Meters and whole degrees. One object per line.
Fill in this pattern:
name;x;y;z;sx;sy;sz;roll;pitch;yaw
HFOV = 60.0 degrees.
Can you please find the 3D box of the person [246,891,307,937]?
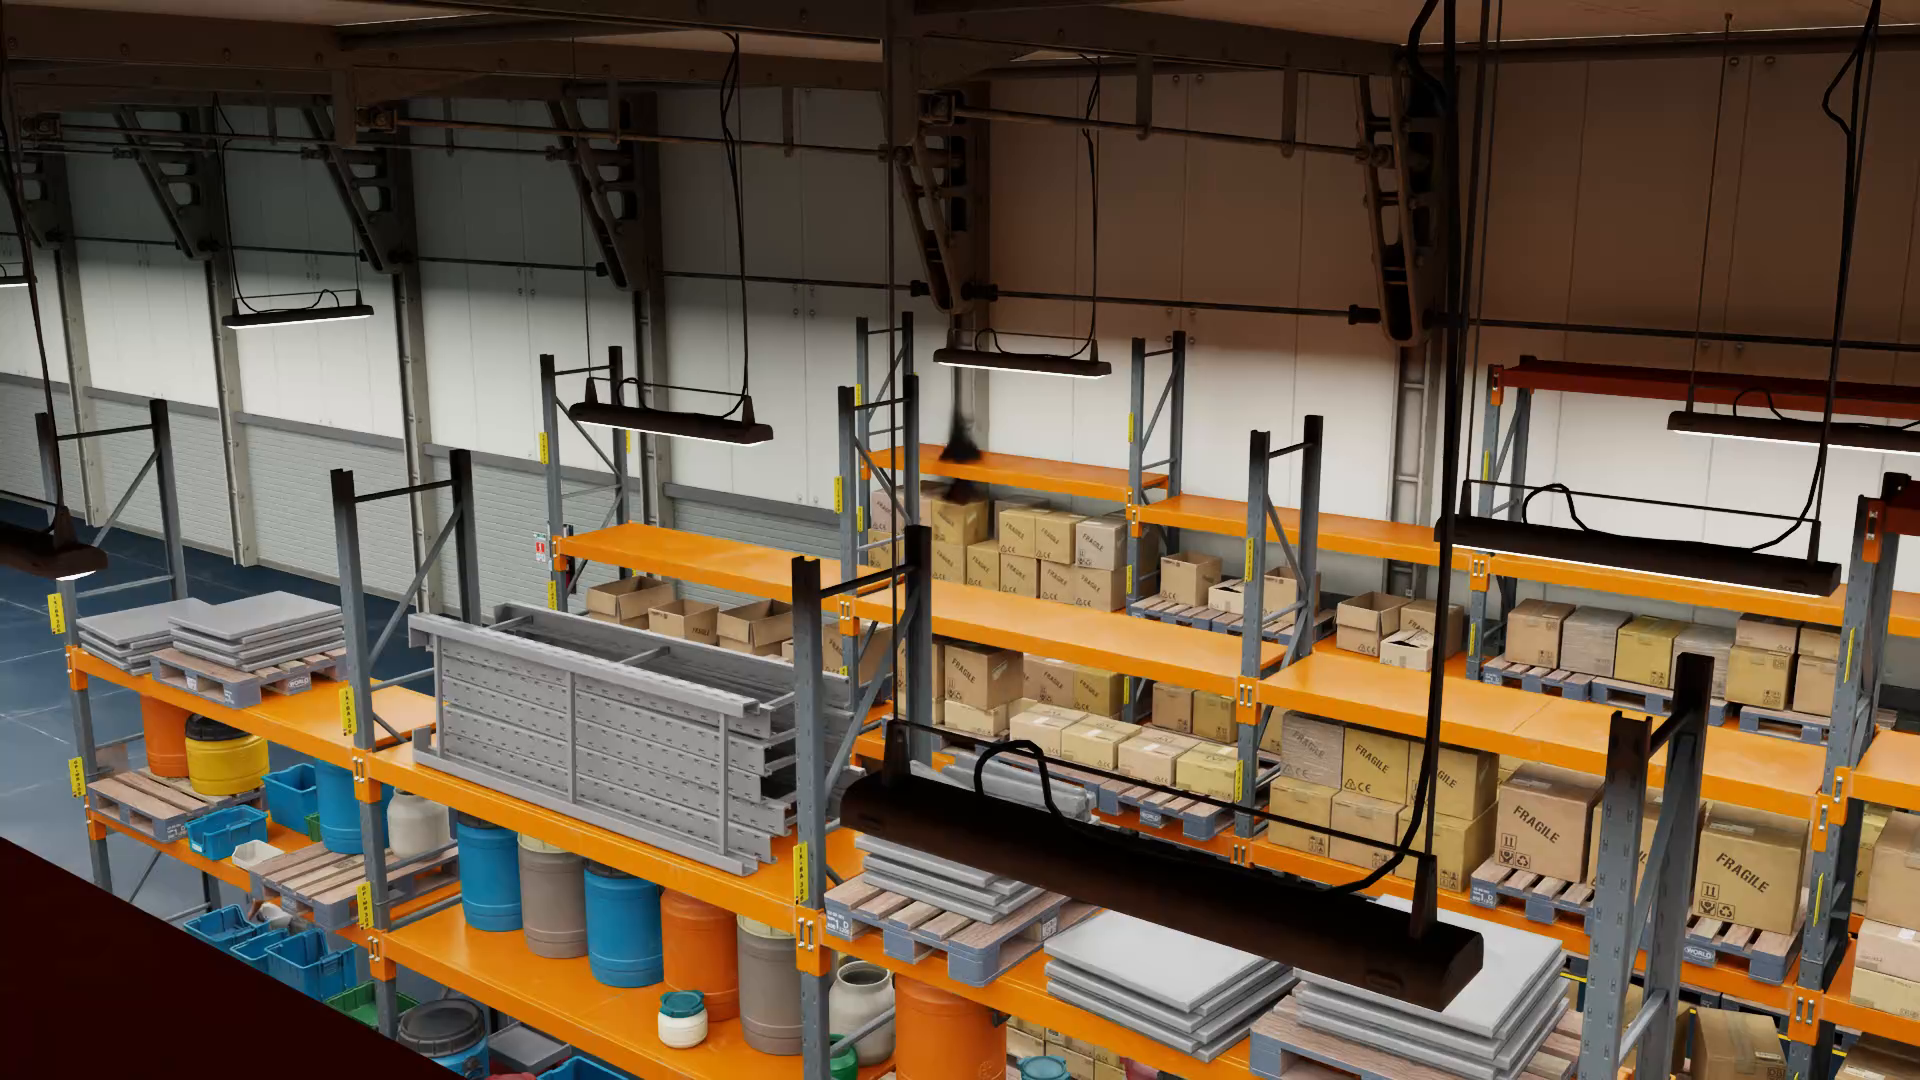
person;-6.586;3.607;16.041;0.782;1.646;0.678;7;15;28
